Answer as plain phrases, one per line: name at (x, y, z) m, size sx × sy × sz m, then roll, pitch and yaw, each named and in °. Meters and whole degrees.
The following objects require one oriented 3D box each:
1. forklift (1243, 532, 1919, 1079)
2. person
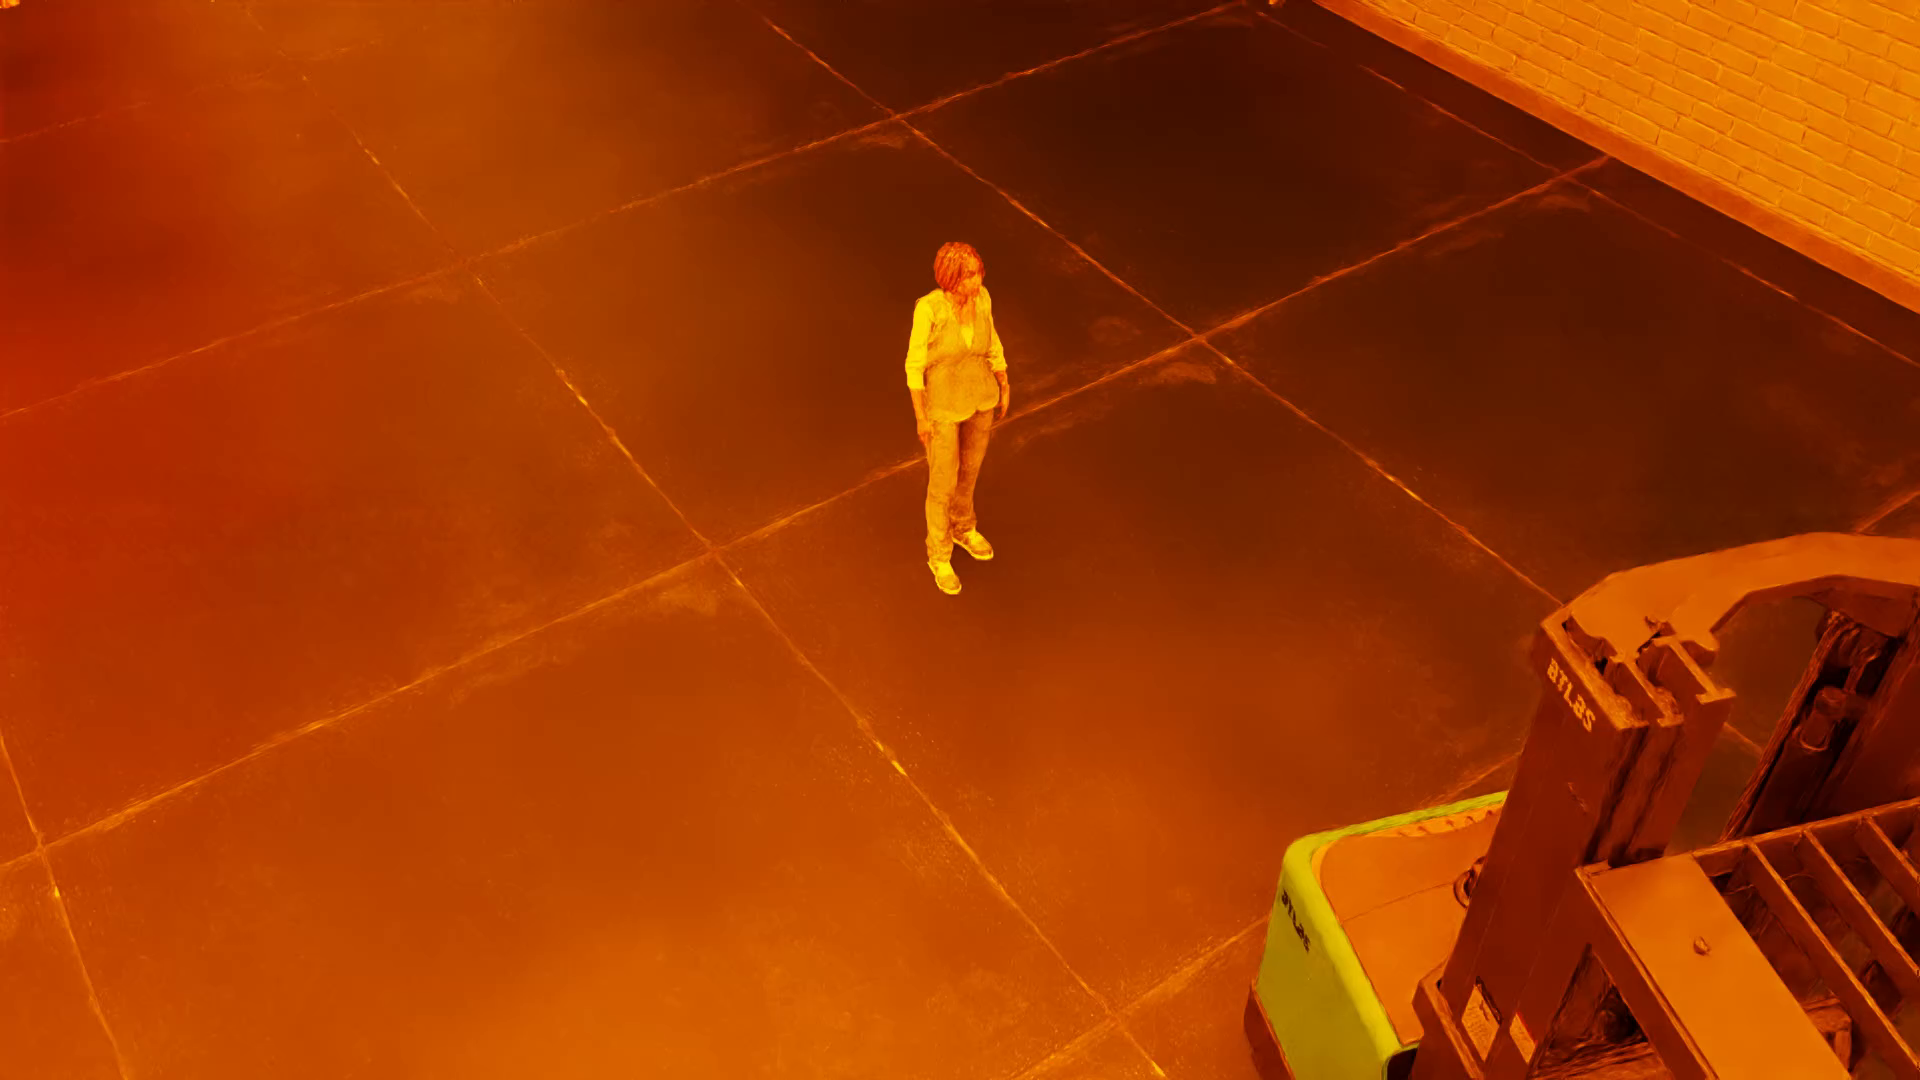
forklift at (1.879, 1.545, 4.039) m, size 1.130 × 2.935 × 3.031 m, roll -10°, pitch 44°, yaw -11°
person at (0.031, -0.546, 7.282) m, size 0.521 × 1.597 × 0.474 m, roll -25°, pitch 48°, yaw -25°
